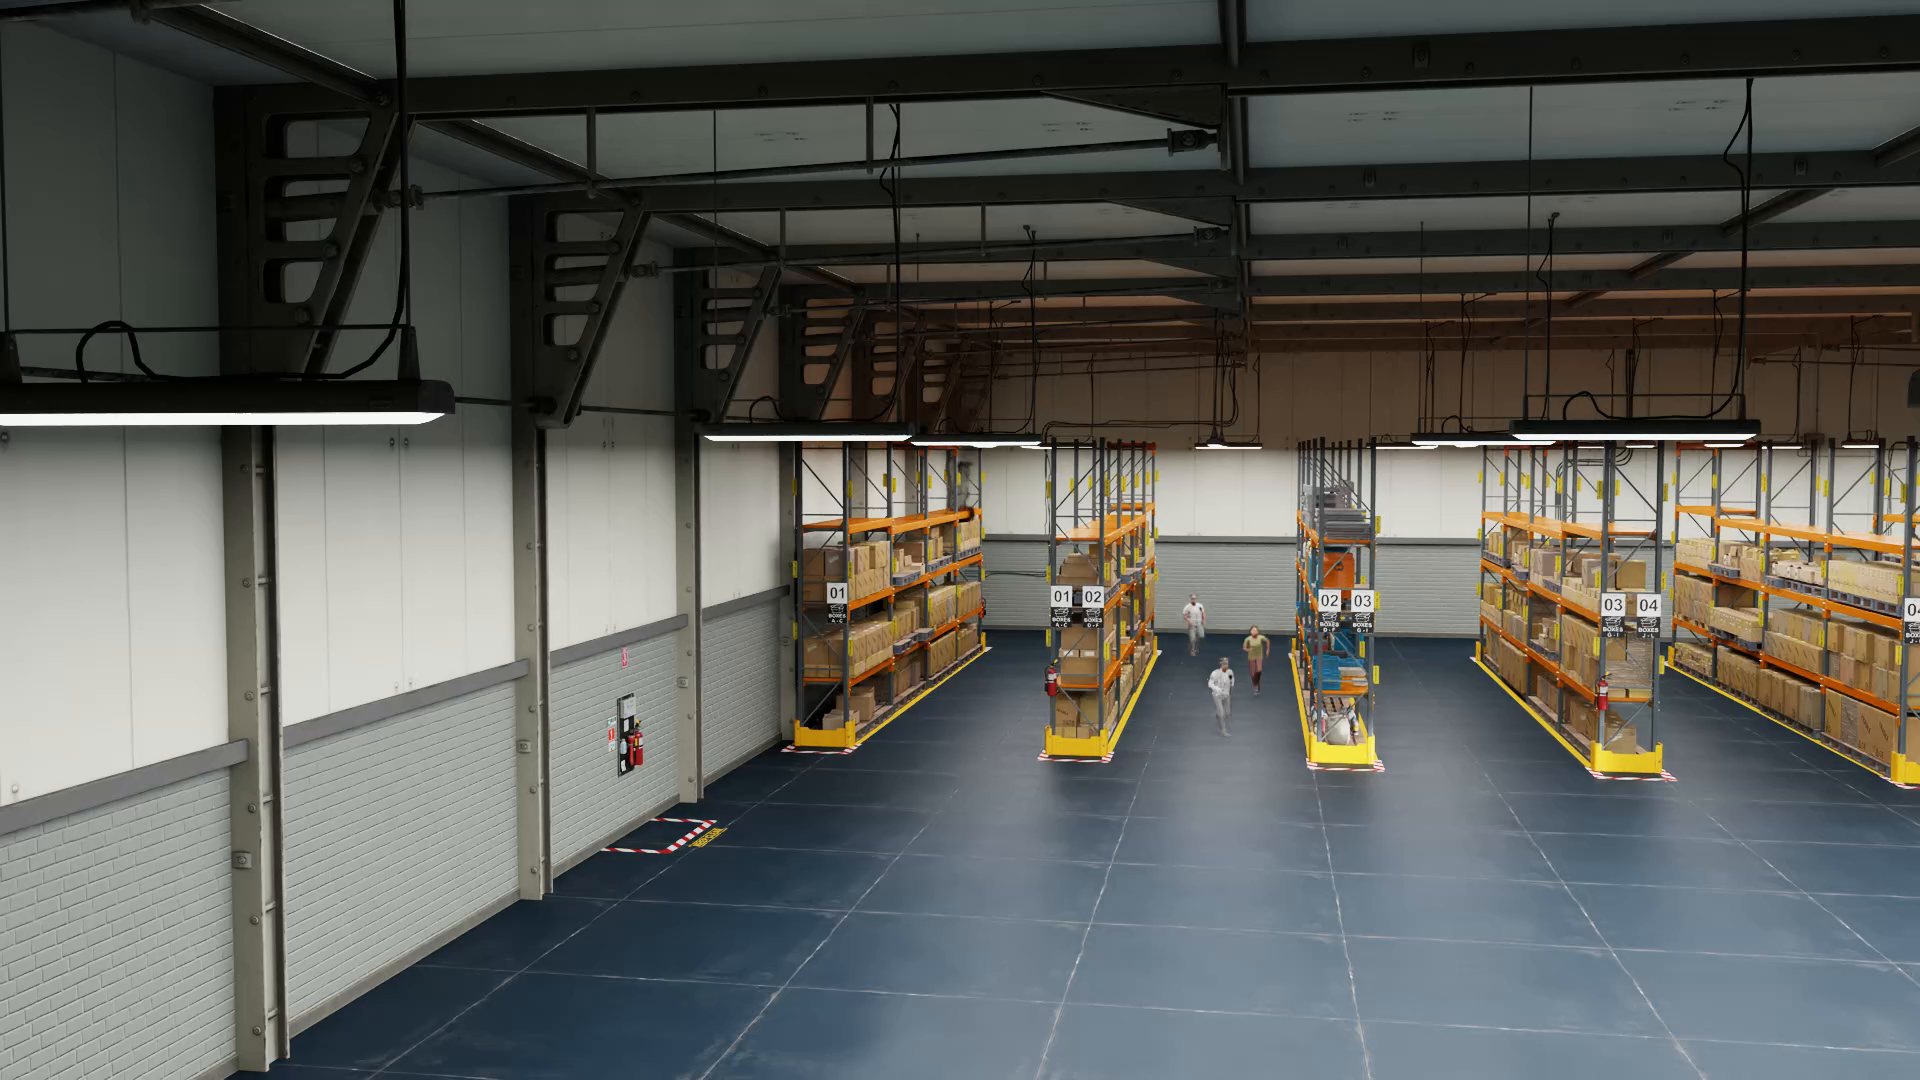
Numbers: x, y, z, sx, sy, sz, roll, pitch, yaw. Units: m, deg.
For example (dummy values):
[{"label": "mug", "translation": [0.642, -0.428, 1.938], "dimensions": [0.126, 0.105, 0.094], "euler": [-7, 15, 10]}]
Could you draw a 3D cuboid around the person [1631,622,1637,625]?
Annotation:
[{"label": "person", "translation": [17.505, 2.645, 43.022], "dimensions": [0.596, 1.707, 0.731], "euler": [1, 3, 13]}]

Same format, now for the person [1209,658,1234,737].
[{"label": "person", "translation": [5.268, 3.149, 33.450], "dimensions": [0.600, 1.625, 0.679], "euler": [-1, 3, -10]}]

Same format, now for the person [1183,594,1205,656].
[{"label": "person", "translation": [6.618, 2.382, 46.747], "dimensions": [0.686, 1.749, 0.551], "euler": [-1, 3, -12]}]

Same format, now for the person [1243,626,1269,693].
[{"label": "person", "translation": [6.976, 2.817, 39.162], "dimensions": [0.614, 1.618, 0.729], "euler": [1, 3, 10]}]
